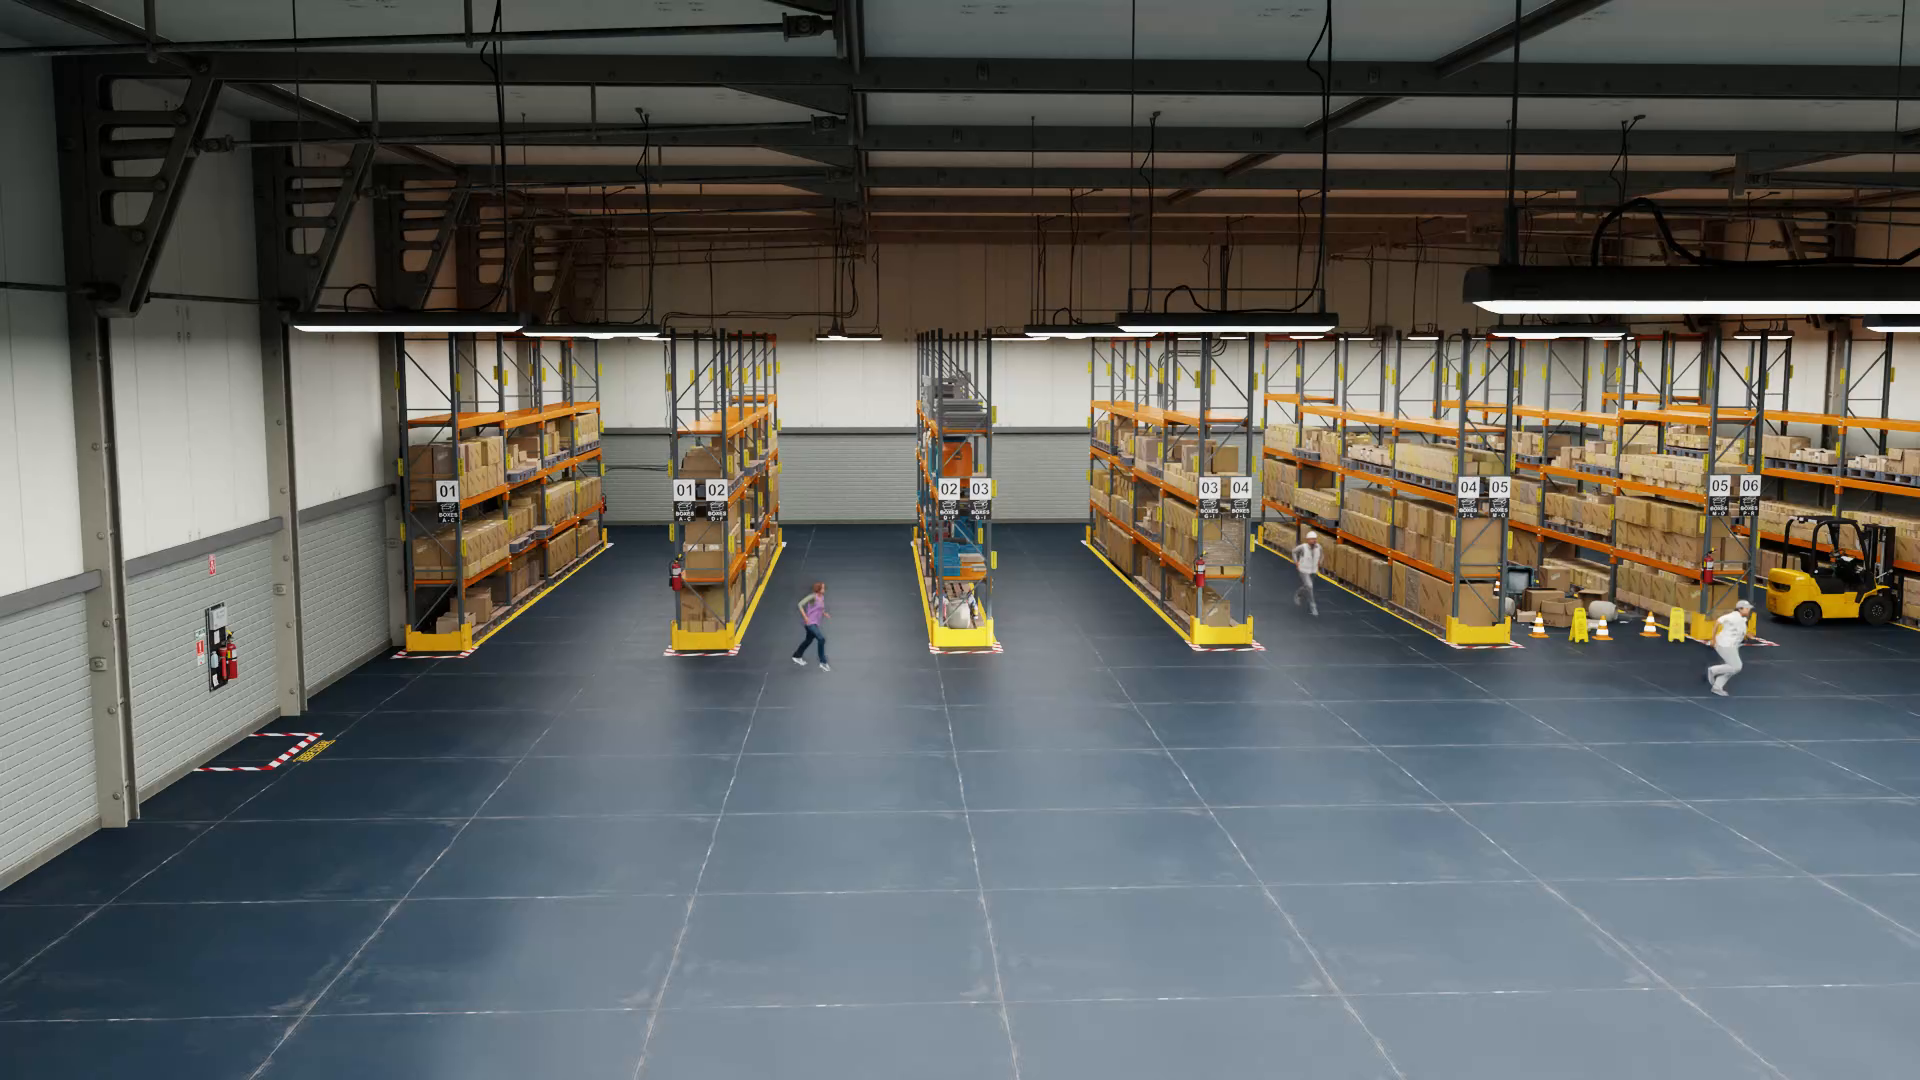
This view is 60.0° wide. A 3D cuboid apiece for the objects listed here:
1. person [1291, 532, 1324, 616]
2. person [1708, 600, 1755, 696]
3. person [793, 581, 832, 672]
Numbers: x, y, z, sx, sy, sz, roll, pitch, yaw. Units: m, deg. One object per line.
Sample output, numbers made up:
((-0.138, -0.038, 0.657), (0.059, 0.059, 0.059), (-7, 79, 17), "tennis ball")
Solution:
((7.408, 0.681, 35.504), (0.661, 1.778, 1.083), (-2, 7, -19), "person")
((12.595, 1.759, 27.127), (0.673, 1.594, 0.593), (6, 9, 43), "person")
((-2.619, 1.503, 29.229), (0.841, 1.589, 0.566), (3, 7, 24), "person")
